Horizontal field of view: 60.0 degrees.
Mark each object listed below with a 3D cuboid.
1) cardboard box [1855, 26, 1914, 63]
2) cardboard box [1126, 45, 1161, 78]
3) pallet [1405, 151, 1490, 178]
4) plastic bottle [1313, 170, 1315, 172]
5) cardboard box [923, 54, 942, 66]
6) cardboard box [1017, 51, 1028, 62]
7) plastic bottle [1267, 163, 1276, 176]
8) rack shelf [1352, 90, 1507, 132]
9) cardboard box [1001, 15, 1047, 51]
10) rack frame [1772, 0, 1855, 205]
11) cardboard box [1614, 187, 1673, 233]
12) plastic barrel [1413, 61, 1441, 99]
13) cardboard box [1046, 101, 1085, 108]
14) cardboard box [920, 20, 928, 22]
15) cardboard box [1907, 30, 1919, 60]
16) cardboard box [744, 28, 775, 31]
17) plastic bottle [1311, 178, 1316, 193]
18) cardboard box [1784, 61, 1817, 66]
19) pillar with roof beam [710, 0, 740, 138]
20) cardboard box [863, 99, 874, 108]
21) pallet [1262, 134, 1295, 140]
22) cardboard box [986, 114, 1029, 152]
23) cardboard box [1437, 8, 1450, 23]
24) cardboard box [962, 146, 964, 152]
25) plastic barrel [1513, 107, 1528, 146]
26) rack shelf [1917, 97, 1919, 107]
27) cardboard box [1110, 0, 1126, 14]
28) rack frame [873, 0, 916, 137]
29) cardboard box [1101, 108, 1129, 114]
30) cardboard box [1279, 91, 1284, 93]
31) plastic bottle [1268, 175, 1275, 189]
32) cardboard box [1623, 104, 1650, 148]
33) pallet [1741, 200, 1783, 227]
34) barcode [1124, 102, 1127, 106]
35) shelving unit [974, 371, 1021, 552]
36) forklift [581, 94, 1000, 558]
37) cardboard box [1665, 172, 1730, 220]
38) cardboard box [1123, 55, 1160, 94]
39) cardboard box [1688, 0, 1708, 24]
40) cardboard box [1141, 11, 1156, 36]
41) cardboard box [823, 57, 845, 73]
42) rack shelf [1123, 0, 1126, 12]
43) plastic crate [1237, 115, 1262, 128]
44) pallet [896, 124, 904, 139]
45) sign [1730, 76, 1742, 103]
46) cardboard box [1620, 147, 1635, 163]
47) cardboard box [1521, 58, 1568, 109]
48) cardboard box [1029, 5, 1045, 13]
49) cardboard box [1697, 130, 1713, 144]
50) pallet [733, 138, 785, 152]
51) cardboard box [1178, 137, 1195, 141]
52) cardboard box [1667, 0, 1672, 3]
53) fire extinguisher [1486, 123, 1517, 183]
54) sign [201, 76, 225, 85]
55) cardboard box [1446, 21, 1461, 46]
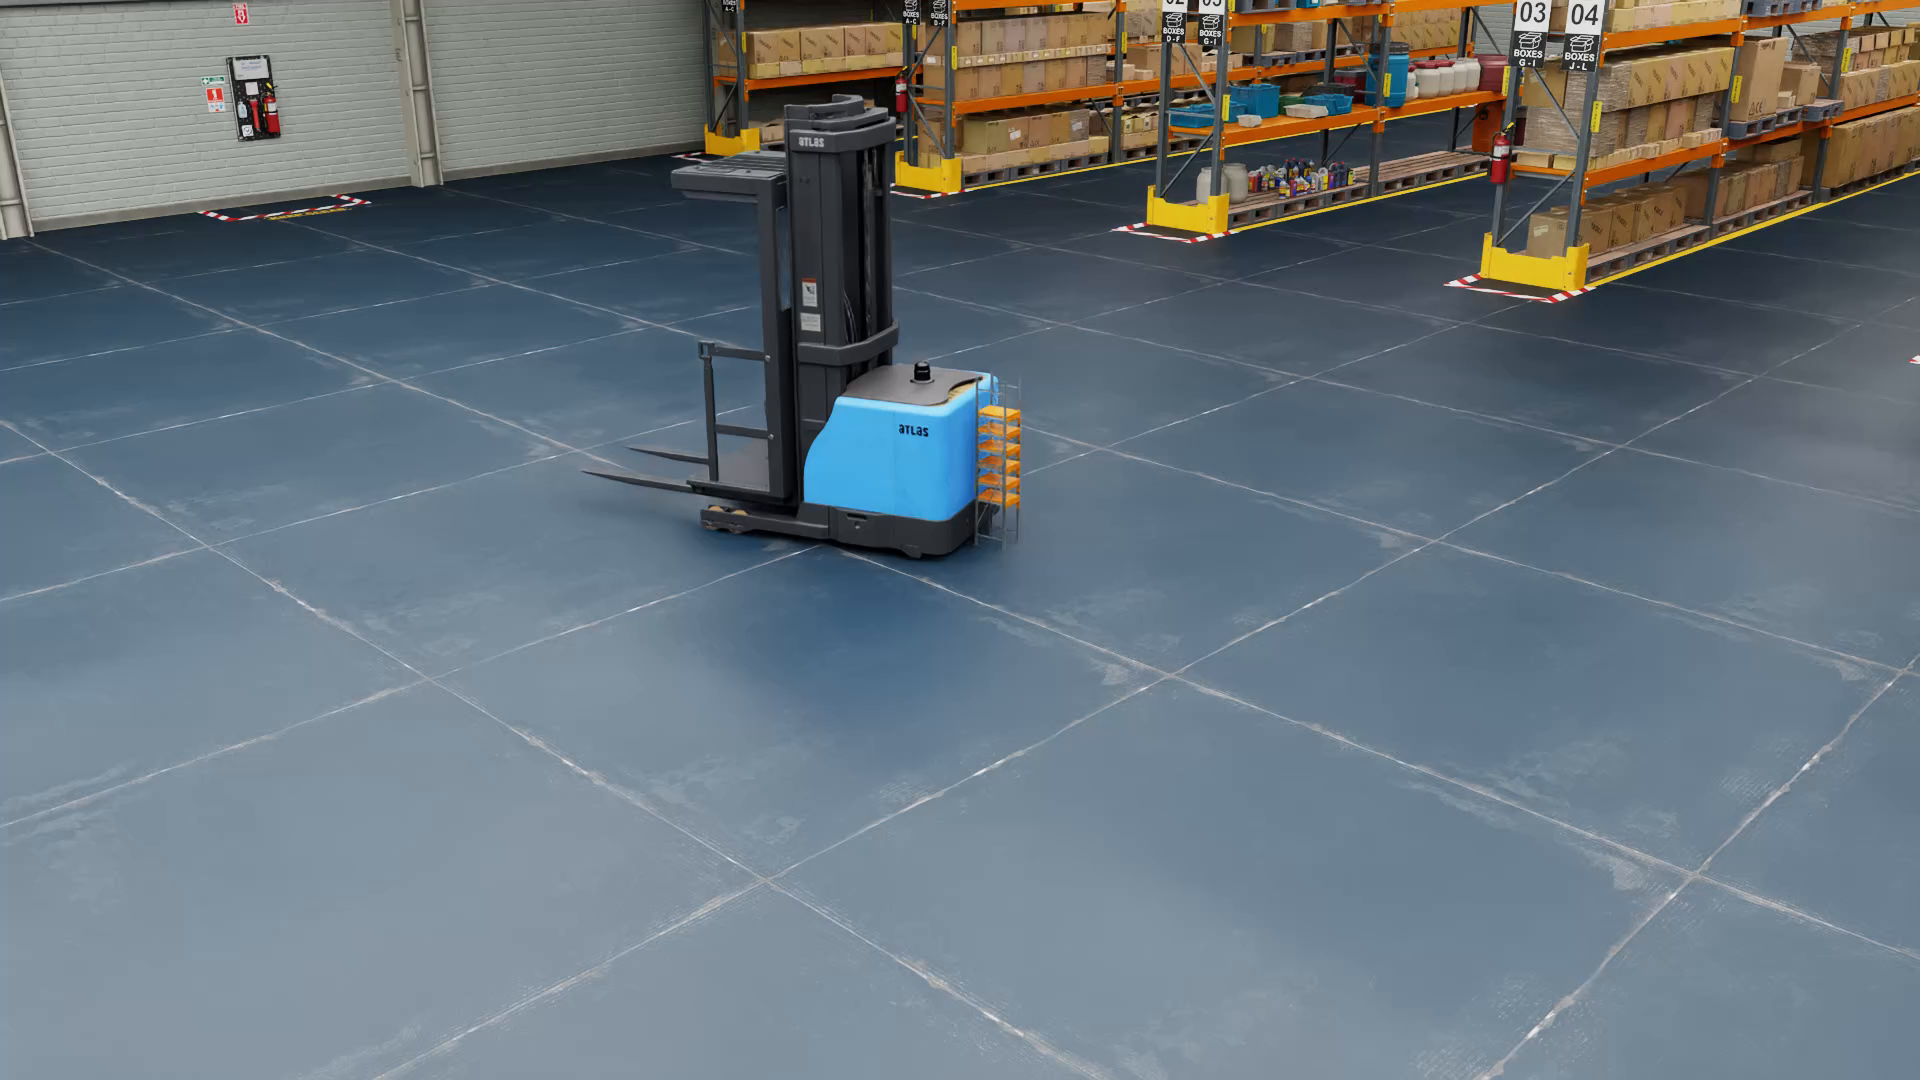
[{"bbox_3d":[14.548,-7.828,26.223,0.797,0.503,0.637,18,28,39],"label":"cardboard box"},{"bbox_3d":[3.226,-8.279,28.794,0.500,0.500,0.500,-18,27,-38],"label":"cardboard box"},{"bbox_3d":[8.080,-6.200,27.411,1.003,0.211,1.213,19,28,41],"label":"pallet"},{"bbox_3d":[5.164,-5.249,24.224,0.061,0.283,0.133,19,28,41],"label":"plastic bottle"},{"bbox_3d":[-0.349,-7.371,25.527,0.380,0.149,0.250,19,28,40],"label":"cardboard box"},{"bbox_3d":[0.846,-7.603,26.132,0.380,0.149,0.250,19,28,40],"label":"cardboard box"},{"bbox_3d":[4.569,-5.370,24.445,0.144,0.351,0.185,19,28,40],"label":"plastic bottle"},{"bbox_3d":[7.253,-6.841,26.195,1.077,0.370,4.000,19,28,41],"label":"rack shelf"},{"bbox_3d":[0.956,-8.053,26.398,0.700,0.500,0.500,19,28,41],"label":"cardboard box"},{"bbox_3d":[12.197,-6.451,24.179,1.000,3.000,0.127,19,28,41],"label":"rack frame"},{"bbox_3d":[8.705,-4.211,21.247,0.500,0.500,0.500,-11,23,-25],"label":"cardboard box"},{"bbox_3d":[7.194,-7.106,25.692,0.433,0.535,0.433,0,21,0],"label":"plastic barrel"},{"bbox_3d":[1.764,-7.125,28.134,0.500,0.500,0.500,19,28,41],"label":"cardboard box"},{"bbox_3d":[-0.466,-9.659,31.770,0.500,0.500,0.700,-17,27,-37],"label":"cardboard box"},{"bbox_3d":[15.505,-7.958,26.846,0.500,0.500,0.500,19,28,41],"label":"cardboard box"},{"bbox_3d":[-3.496,-8.705,29.177,0.500,0.500,0.500,-20,29,-41],"label":"cardboard box"},{"bbox_3d":[5.077,-5.114,23.986,0.097,0.201,0.097,0,21,0],"label":"plastic bottle"},{"bbox_3d":[11.849,-6.545,23.698,0.500,0.500,0.500,15,26,34],"label":"cardboard box"},{"bbox_3d":[-1.078,-10.233,25.656,9.100,9.000,0.400,19,28,41],"label":"pillar with roof beam"},{"bbox_3d":[-1.936,-7.904,30.829,0.500,0.500,0.500,17,27,37],"label":"cardboard box"},{"bbox_3d":[5.650,-7.813,31.607,1.003,0.211,1.213,19,28,41],"label":"pallet"},{"bbox_3d":[0.741,-6.481,26.457,0.500,0.500,0.500,19,28,41],"label":"cardboard box"},{"bbox_3d":[9.859,-11.054,34.620,0.500,0.500,0.500,-19,28,-41],"label":"cardboard box"},{"bbox_3d":[0.024,-6.131,26.593,0.500,0.250,0.500,19,28,41],"label":"cardboard box"},{"bbox_3d":[9.765,-7.182,28.855,0.600,0.588,0.708,19,28,41],"label":"plastic barrel"},{"bbox_3d":[16.382,-7.658,28.320,1.077,0.370,4.000,19,28,41],"label":"rack shelf"},{"bbox_3d":[3.123,-11.168,34.824,0.500,0.250,0.500,19,28,40],"label":"cardboard box"},{"bbox_3d":[-1.240,-9.142,31.180,1.000,3.000,0.127,19,28,41],"label":"rack frame"},{"bbox_3d":[2.747,-7.389,29.083,0.500,0.311,0.500,-19,28,-41],"label":"cardboard box"},{"bbox_3d":[5.947,-8.402,32.125,0.500,0.500,0.500,18,27,39],"label":"cardboard box"},{"bbox_3d":[4.556,-5.234,24.298,0.097,0.201,0.097,0,21,0],"label":"plastic bottle"},{"bbox_3d":[7.662,-4.991,19.826,0.875,0.500,0.500,19,28,41],"label":"cardboard box"},{"bbox_3d":[10.800,-4.637,23.345,1.003,0.211,1.213,19,28,41],"label":"pallet"},{"bbox_3d":[2.788,-7.352,28.053,0.001,0.075,0.075,19,28,41],"label":"barcode"},{"bbox_3d":[0.256,-0.528,11.277,0.258,1.200,0.189,13,25,31],"label":"shelving unit"},{"bbox_3d":[-1.284,-1.573,11.583,3.031,2.935,1.130,9,23,21],"label":"forklift"},{"bbox_3d":[9.850,-4.614,22.270,0.700,0.500,0.500,17,27,37],"label":"cardboard box"},{"bbox_3d":[3.980,-10.192,36.321,0.750,0.750,0.750,20,28,41],"label":"cardboard box"},{"bbox_3d":[8.552,-6.307,19.831,0.500,0.250,0.500,19,28,40],"label":"cardboard box"},{"bbox_3d":[3.850,-11.078,35.635,0.500,0.500,0.500,20,28,41],"label":"cardboard box"},{"bbox_3d":[-2.397,-8.495,29.677,0.500,0.250,0.500,20,28,41],"label":"cardboard box"},{"bbox_3d":[3.707,-9.482,28.885,1.077,0.370,4.000,19,28,41],"label":"rack shelf"},{"bbox_3d":[3.922,-5.661,22.490,0.298,0.136,0.250,19,28,41],"label":"plastic crate"},{"bbox_3d":[-1.684,-7.659,31.208,1.003,0.211,1.213,19,28,41],"label":"pallet"},{"bbox_3d":[9.801,-5.693,21.000,0.100,0.325,0.005,19,28,41],"label":"sign"},{"bbox_3d":[7.698,-4.543,19.564,0.380,0.149,0.250,19,28,41],"label":"cardboard box"},{"bbox_3d":[6.823,-5.250,19.106,0.500,0.500,0.500,19,28,41],"label":"cardboard box"},{"bbox_3d":[1.681,-10.897,34.118,0.500,0.250,0.500,-19,28,-41],"label":"cardboard box"},{"bbox_3d":[9.286,-5.115,21.052,0.380,0.149,0.250,19,28,41],"label":"cardboard box"},{"bbox_3d":[-3.386,-7.032,29.576,1.003,0.211,1.213,19,28,41],"label":"pallet"},{"bbox_3d":[3.843,-7.253,29.512,0.500,0.250,0.500,-20,28,-41],"label":"cardboard box"},{"bbox_3d":[8.046,-6.326,19.324,0.380,0.149,0.250,19,28,40],"label":"cardboard box"},{"bbox_3d":[6.206,-4.445,19.066,0.296,0.674,0.183,19,28,41],"label":"fire extinguisher"},{"bbox_3d":[-10.549,-6.489,23.489,0.001,0.109,0.331,19,28,41],"label":"sign"},{"bbox_3d":[10.206,-10.717,35.138,0.500,0.500,0.500,20,28,41],"label":"cardboard box"}]
